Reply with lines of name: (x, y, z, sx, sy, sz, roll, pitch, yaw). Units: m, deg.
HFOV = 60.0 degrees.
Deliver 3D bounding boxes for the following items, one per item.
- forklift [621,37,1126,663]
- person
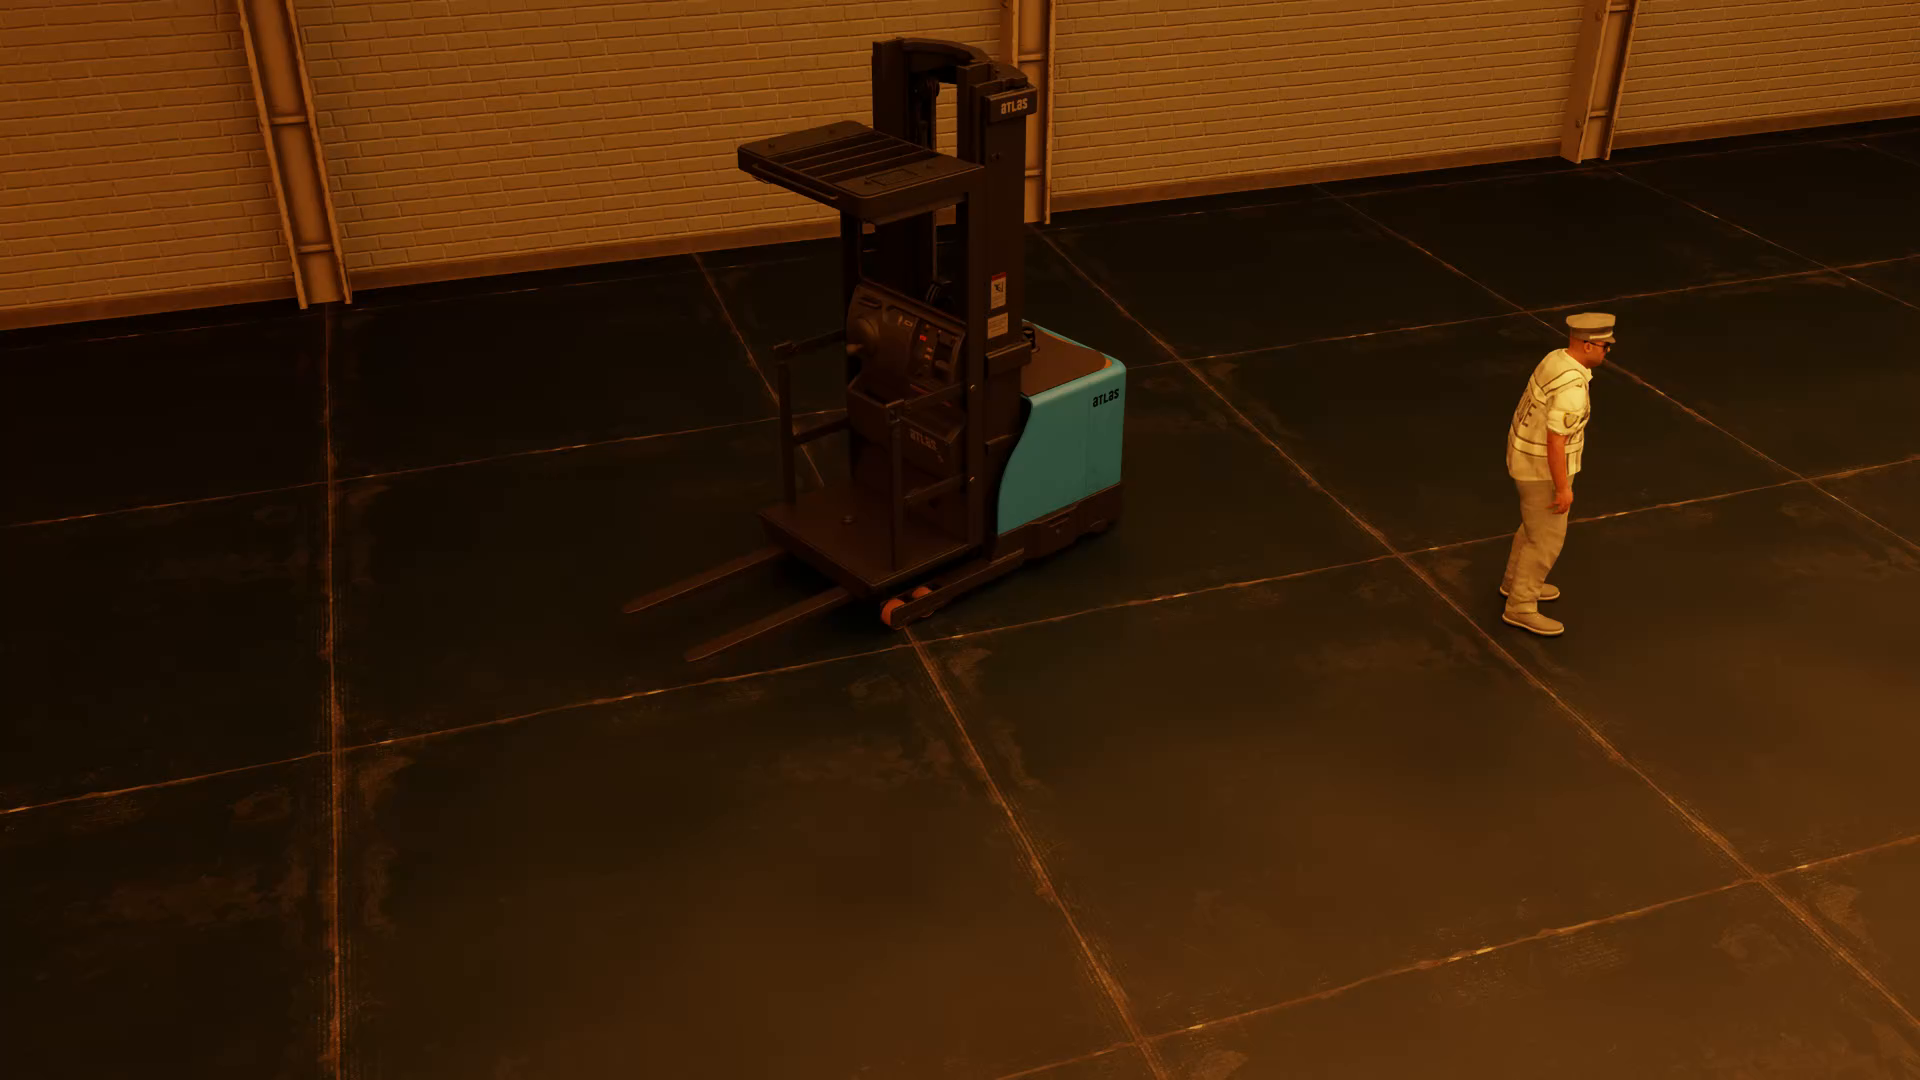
forklift: (-0.461, -1.072, 8.951, 3.031, 2.935, 1.130, -23, 37, -34)
person: (3.163, -0.388, 8.944, 0.437, 1.750, 0.607, 6, 30, 10)
